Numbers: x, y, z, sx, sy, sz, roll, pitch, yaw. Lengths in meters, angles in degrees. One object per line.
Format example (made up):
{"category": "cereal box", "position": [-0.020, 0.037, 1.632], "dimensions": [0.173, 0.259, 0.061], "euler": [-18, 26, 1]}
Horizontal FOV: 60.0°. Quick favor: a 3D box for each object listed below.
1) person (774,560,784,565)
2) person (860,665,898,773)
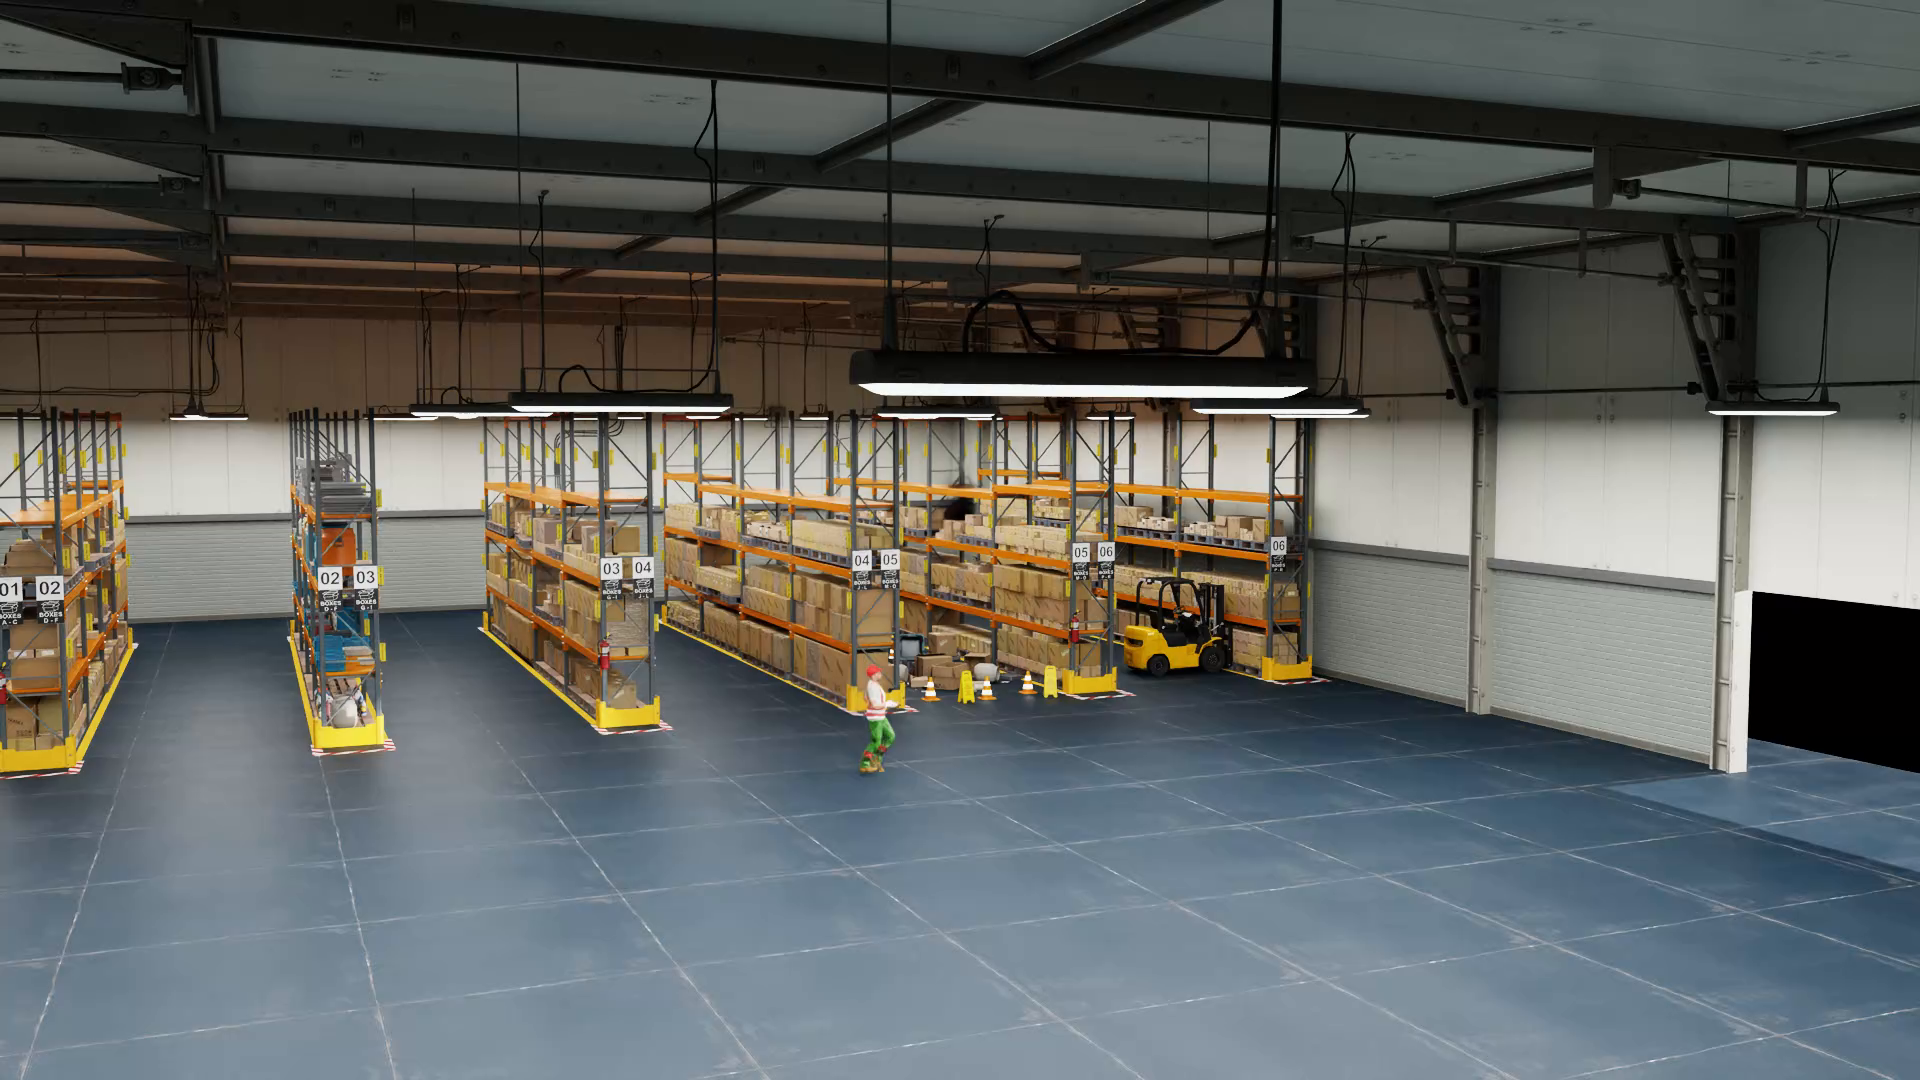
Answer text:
{"category": "person", "position": [-5.472, 1.353, 50.682], "dimensions": [0.747, 1.617, 0.624], "euler": [-1, 4, -14]}
{"category": "person", "position": [-1.315, 2.933, 27.163], "dimensions": [0.655, 1.795, 0.634], "euler": [0, 4, 4]}
